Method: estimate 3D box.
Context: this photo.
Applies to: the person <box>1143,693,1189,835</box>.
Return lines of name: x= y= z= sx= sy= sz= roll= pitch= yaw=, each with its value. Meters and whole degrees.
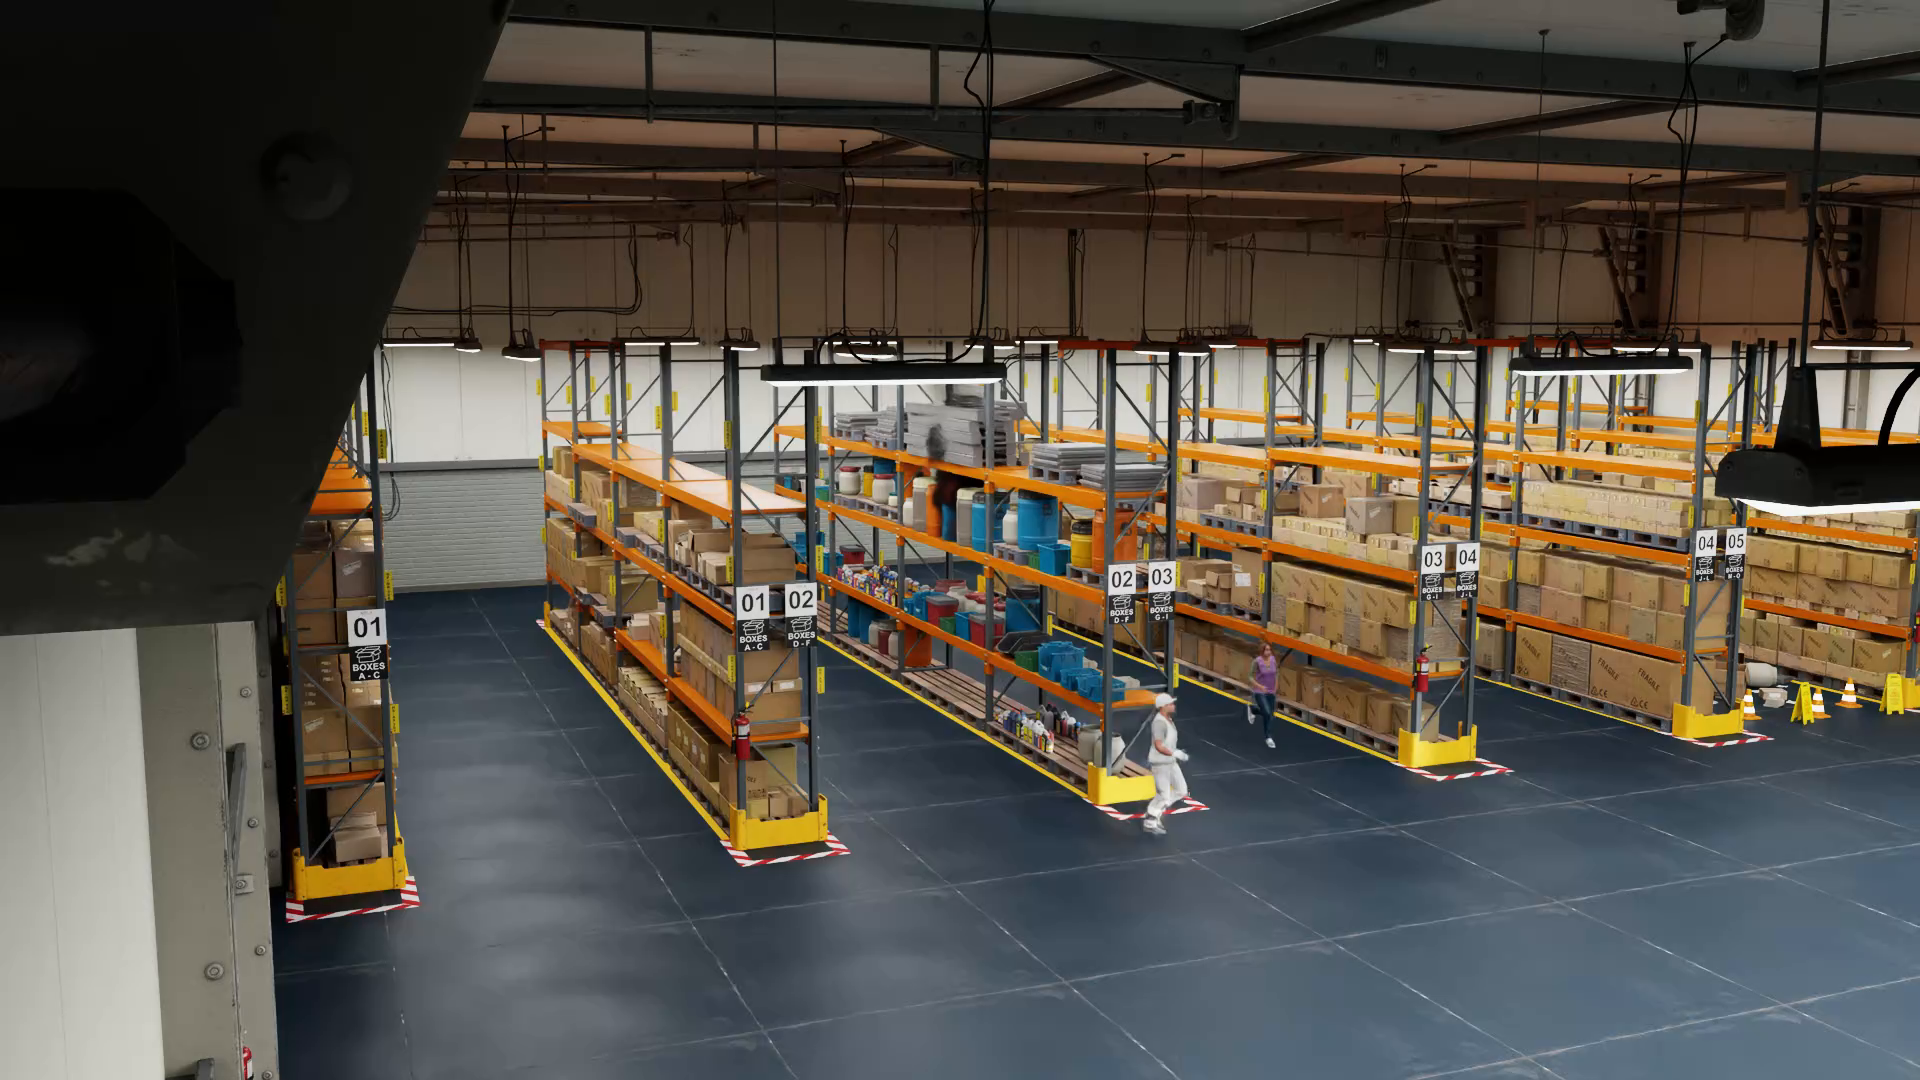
person: x=2.593 y=2.778 z=20.722 sx=0.605 sy=1.755 sz=0.687 roll=3 pitch=8 yaw=23

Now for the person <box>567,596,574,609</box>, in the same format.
person: x=-8.305 y=0.823 z=36.182 sx=0.596 sy=1.651 sz=0.602 roll=-1 pitch=7 yaw=-5

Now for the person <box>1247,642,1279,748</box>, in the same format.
person: x=4.523 y=2.283 z=24.991 sx=0.564 sy=1.570 sz=0.683 roll=-3 pitch=8 yaw=-23
